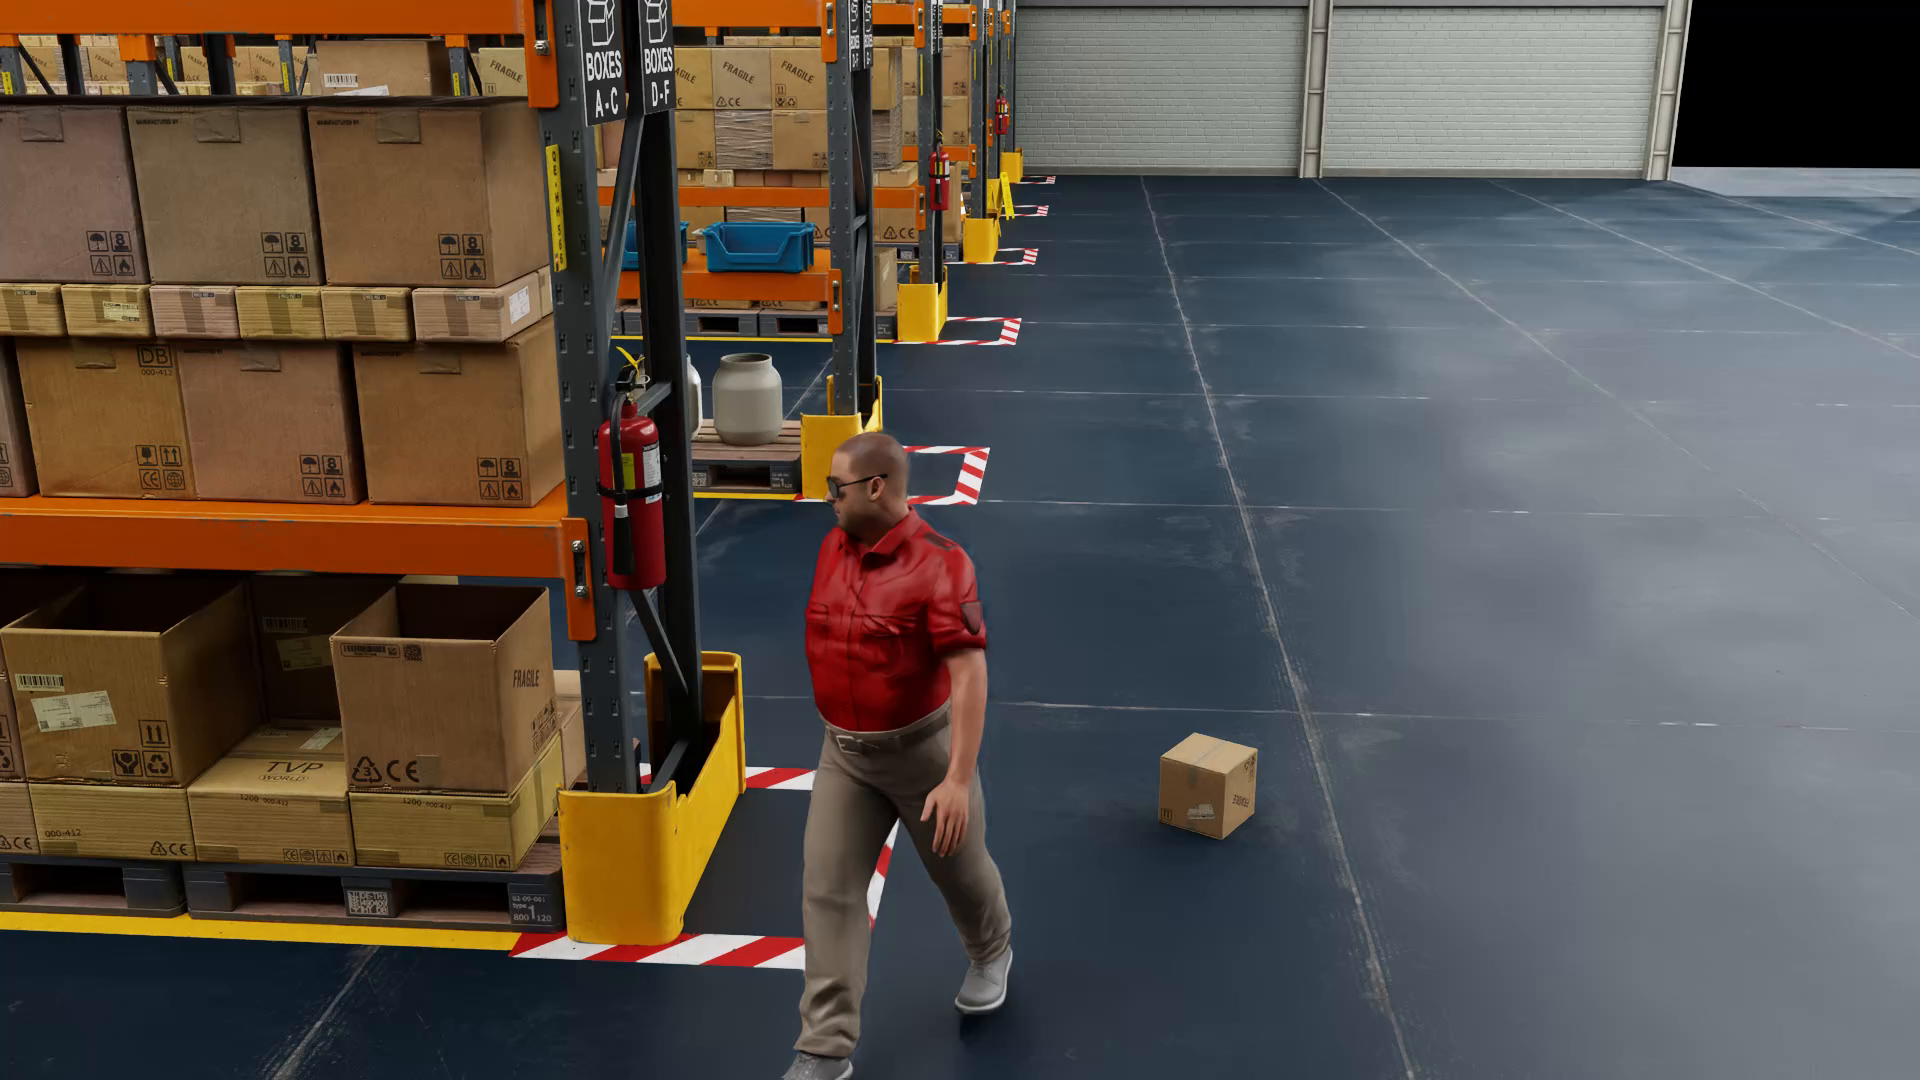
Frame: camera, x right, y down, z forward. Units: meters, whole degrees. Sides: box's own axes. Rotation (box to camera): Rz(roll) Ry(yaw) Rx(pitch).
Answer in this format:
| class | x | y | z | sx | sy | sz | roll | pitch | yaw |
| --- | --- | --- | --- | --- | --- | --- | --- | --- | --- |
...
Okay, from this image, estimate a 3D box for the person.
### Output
| class | x | y | z | sx | sy | sz | roll | pitch | yaw |
| --- | --- | --- | --- | --- | --- | --- | --- | --- | --- |
| person | -0.169 | 0.573 | 4.238 | 0.646 | 1.680 | 0.980 | 11 | 20 | 30 |
